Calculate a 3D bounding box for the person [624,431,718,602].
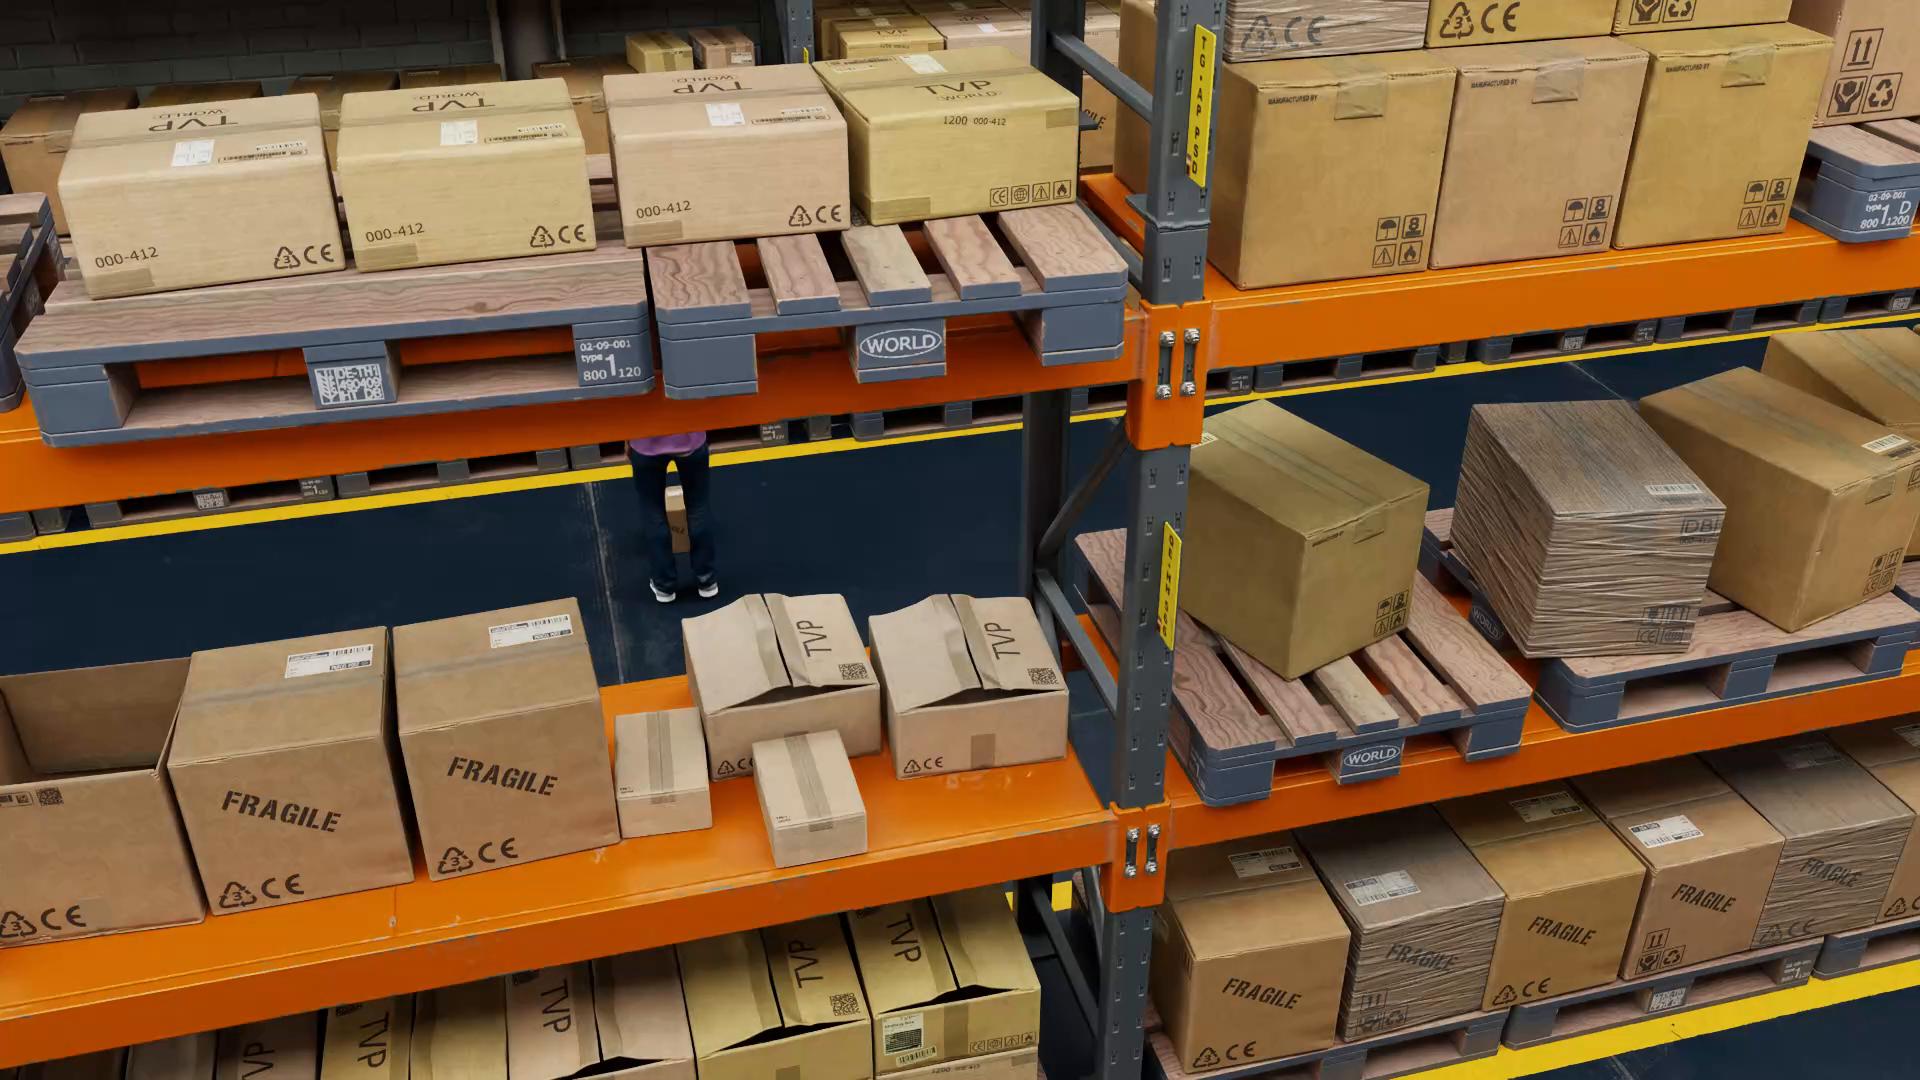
[{"bbox_3d":[-1.359,-0.435,7.648,0.408,1.593,0.300,-7,31,-12],"label":"person"}]
